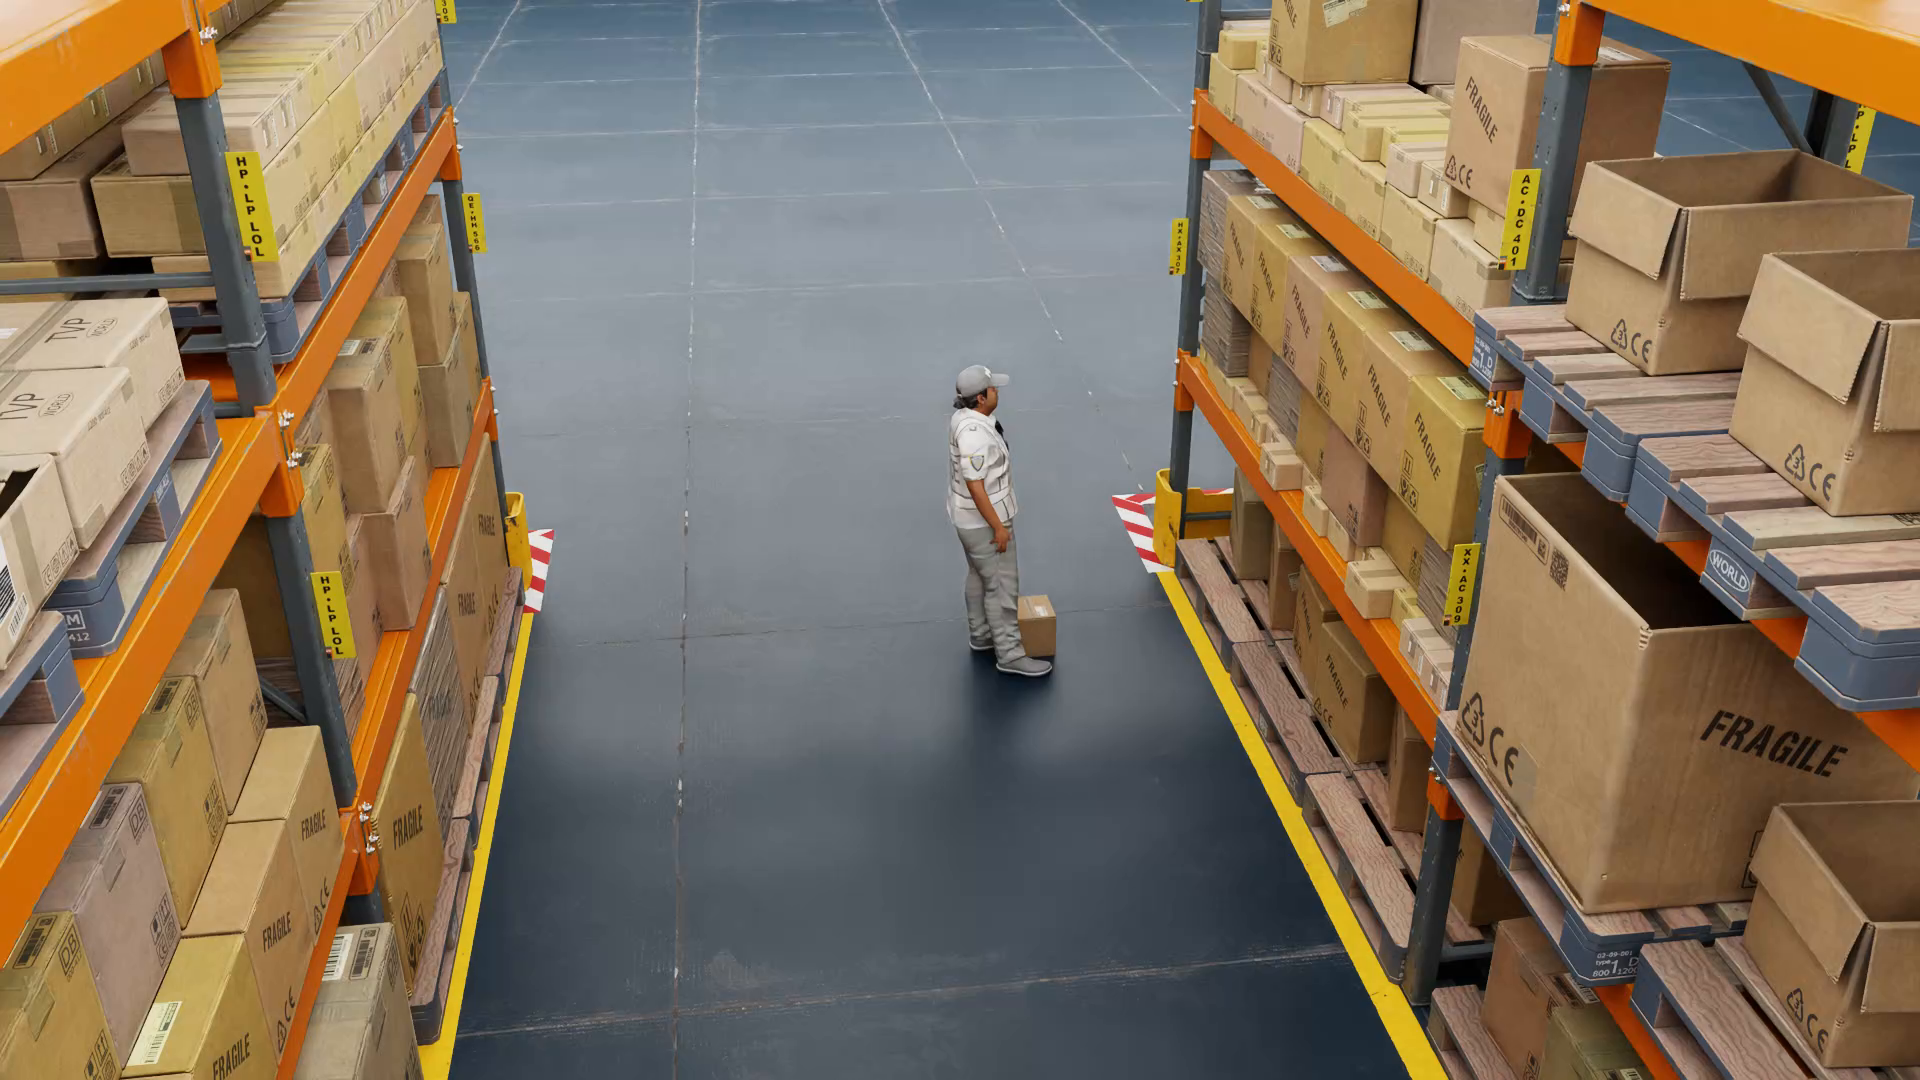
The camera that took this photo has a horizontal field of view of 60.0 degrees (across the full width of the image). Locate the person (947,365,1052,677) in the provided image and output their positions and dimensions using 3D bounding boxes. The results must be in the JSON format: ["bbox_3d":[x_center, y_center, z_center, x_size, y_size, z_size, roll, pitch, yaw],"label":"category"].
[{"bbox_3d":[0.204,-0.124,8.830,0.529,1.669,0.598,-4,28,-7],"label":"person"}]
